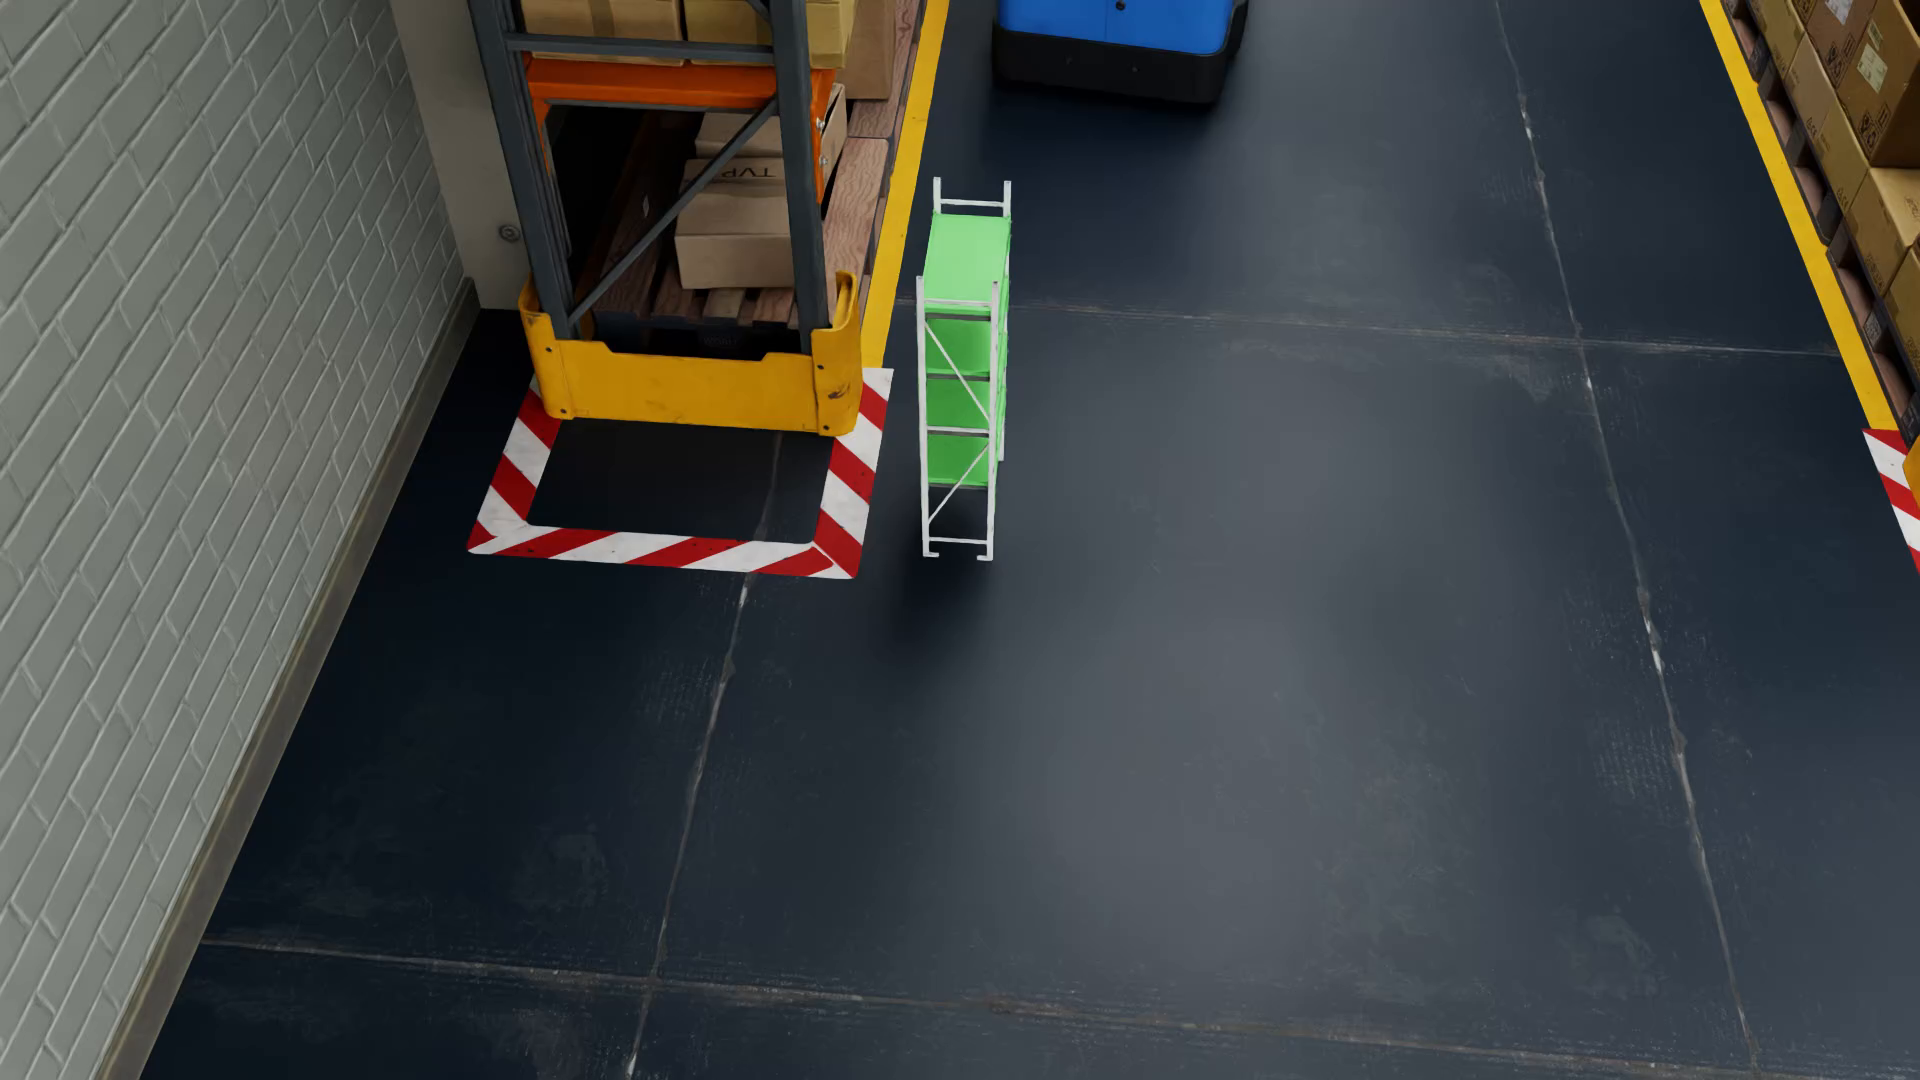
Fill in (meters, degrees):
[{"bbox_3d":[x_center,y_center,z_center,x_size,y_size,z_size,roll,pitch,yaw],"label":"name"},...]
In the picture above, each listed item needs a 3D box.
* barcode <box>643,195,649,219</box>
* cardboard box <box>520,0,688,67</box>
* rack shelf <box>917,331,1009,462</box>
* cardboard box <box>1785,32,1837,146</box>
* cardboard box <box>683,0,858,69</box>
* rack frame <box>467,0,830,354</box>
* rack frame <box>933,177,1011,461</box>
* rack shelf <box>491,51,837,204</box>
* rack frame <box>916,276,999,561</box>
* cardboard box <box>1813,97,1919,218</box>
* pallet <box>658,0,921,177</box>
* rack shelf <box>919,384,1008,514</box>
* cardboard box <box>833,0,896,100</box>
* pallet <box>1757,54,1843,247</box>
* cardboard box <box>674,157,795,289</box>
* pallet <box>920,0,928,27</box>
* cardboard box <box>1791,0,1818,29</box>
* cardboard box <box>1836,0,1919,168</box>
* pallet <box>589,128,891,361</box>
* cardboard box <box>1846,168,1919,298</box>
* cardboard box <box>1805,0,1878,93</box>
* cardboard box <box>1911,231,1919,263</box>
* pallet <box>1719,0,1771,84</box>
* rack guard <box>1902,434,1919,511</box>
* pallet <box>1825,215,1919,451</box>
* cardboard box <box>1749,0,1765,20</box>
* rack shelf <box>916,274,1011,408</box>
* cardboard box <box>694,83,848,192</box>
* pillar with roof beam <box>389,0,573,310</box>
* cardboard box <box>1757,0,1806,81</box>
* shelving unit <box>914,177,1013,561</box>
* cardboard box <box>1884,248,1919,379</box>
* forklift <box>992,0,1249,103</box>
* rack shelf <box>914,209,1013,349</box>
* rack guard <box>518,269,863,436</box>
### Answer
[{"bbox_3d":[-1.210,-1.285,6.411,0.001,0.075,0.075,4,48,4],"label":"barcode"},{"bbox_3d":[-1.117,-1.811,5.462,0.500,0.250,0.500,4,48,4],"label":"cardboard box"},{"bbox_3d":[0.015,-0.483,5.466,0.258,0.148,0.480,4,48,4],"label":"rack shelf"},{"bbox_3d":[3.847,-1.899,7.033,0.500,0.250,0.500,4,48,4],"label":"cardboard box"},{"bbox_3d":[-0.606,-1.792,5.444,0.500,0.250,0.500,3,48,2],"label":"cardboard box"},{"bbox_3d":[-0.966,-1.499,5.088,1.000,3.000,0.127,4,48,4],"label":"rack frame"},{"bbox_3d":[0.037,-0.706,5.583,0.240,1.200,0.015,4,48,4],"label":"rack frame"},{"bbox_3d":[-0.784,-2.725,6.698,1.077,0.370,4.000,4,48,4],"label":"rack shelf"},{"bbox_3d":[-0.007,-0.347,5.255,0.240,1.200,0.015,4,48,4],"label":"rack frame"},{"bbox_3d":[3.799,-1.532,6.697,0.500,0.250,0.500,4,48,4],"label":"cardboard box"},{"bbox_3d":[-0.736,-2.102,7.529,1.003,0.211,1.213,4,48,4],"label":"pallet"},{"bbox_3d":[0.015,-0.321,5.643,0.258,0.148,0.480,4,48,4],"label":"rack shelf"},{"bbox_3d":[-0.645,-2.260,7.181,0.700,0.500,0.500,1,48,1],"label":"cardboard box"},{"bbox_3d":[4.109,-1.686,7.149,1.003,0.211,1.213,4,48,4],"label":"pallet"},{"bbox_3d":[-0.814,-1.242,6.377,0.500,0.311,0.500,-1,48,-1],"label":"cardboard box"},{"bbox_3d":[-0.628,-3.001,8.352,1.003,0.211,1.213,4,48,4],"label":"pallet"},{"bbox_3d":[3.887,-2.520,7.093,0.500,0.500,0.500,4,48,4],"label":"cardboard box"},{"bbox_3d":[3.796,-1.785,6.420,0.500,0.500,0.500,4,48,4],"label":"cardboard box"},{"bbox_3d":[-0.850,-1.208,6.712,1.003,0.211,1.213,4,48,4],"label":"pallet"},{"bbox_3d":[3.755,-1.164,6.361,0.500,0.250,0.500,4,48,4],"label":"cardboard box"},{"bbox_3d":[3.843,-2.152,6.756,0.500,0.500,0.500,4,48,4],"label":"cardboard box"},{"bbox_3d":[3.720,-1.049,5.747,0.500,0.500,0.500,4,48,4],"label":"cardboard box"},{"bbox_3d":[4.218,-2.585,7.971,1.003,0.211,1.213,4,48,4],"label":"pallet"},{"bbox_3d":[3.965,-0.307,5.692,1.175,0.500,0.348,4,48,4],"label":"rack guard"},{"bbox_3d":[3.995,-0.792,6.331,1.003,0.211,1.213,4,48,4],"label":"pallet"},{"bbox_3d":[3.937,-2.634,7.705,0.500,0.250,0.500,4,48,4],"label":"cardboard box"},{"bbox_3d":[0.015,-0.645,5.289,0.258,0.148,0.480,4,48,4],"label":"rack shelf"},{"bbox_3d":[-0.762,-1.661,6.760,0.500,0.311,0.500,7,48,7],"label":"cardboard box"},{"bbox_3d":[2.523,-3.806,3.133,9.100,9.000,0.400,4,48,4],"label":"pillar with roof beam"},{"bbox_3d":[3.886,-2.267,7.369,0.500,0.250,0.500,4,48,4],"label":"cardboard box"},{"bbox_3d":[0.015,-0.527,5.419,0.258,1.200,0.503,4,48,4],"label":"shelving unit"},{"bbox_3d":[3.722,-0.796,6.024,0.500,0.250,0.500,4,48,4],"label":"cardboard box"},{"bbox_3d":[0.986,-4.053,7.470,1.130,2.935,3.031,10,48,9],"label":"forklift"},{"bbox_3d":[0.015,-0.807,5.111,0.258,0.148,0.480,4,48,4],"label":"rack shelf"},{"bbox_3d":[-0.959,-0.711,6.061,1.175,0.500,0.348,4,48,4],"label":"rack guard"}]
